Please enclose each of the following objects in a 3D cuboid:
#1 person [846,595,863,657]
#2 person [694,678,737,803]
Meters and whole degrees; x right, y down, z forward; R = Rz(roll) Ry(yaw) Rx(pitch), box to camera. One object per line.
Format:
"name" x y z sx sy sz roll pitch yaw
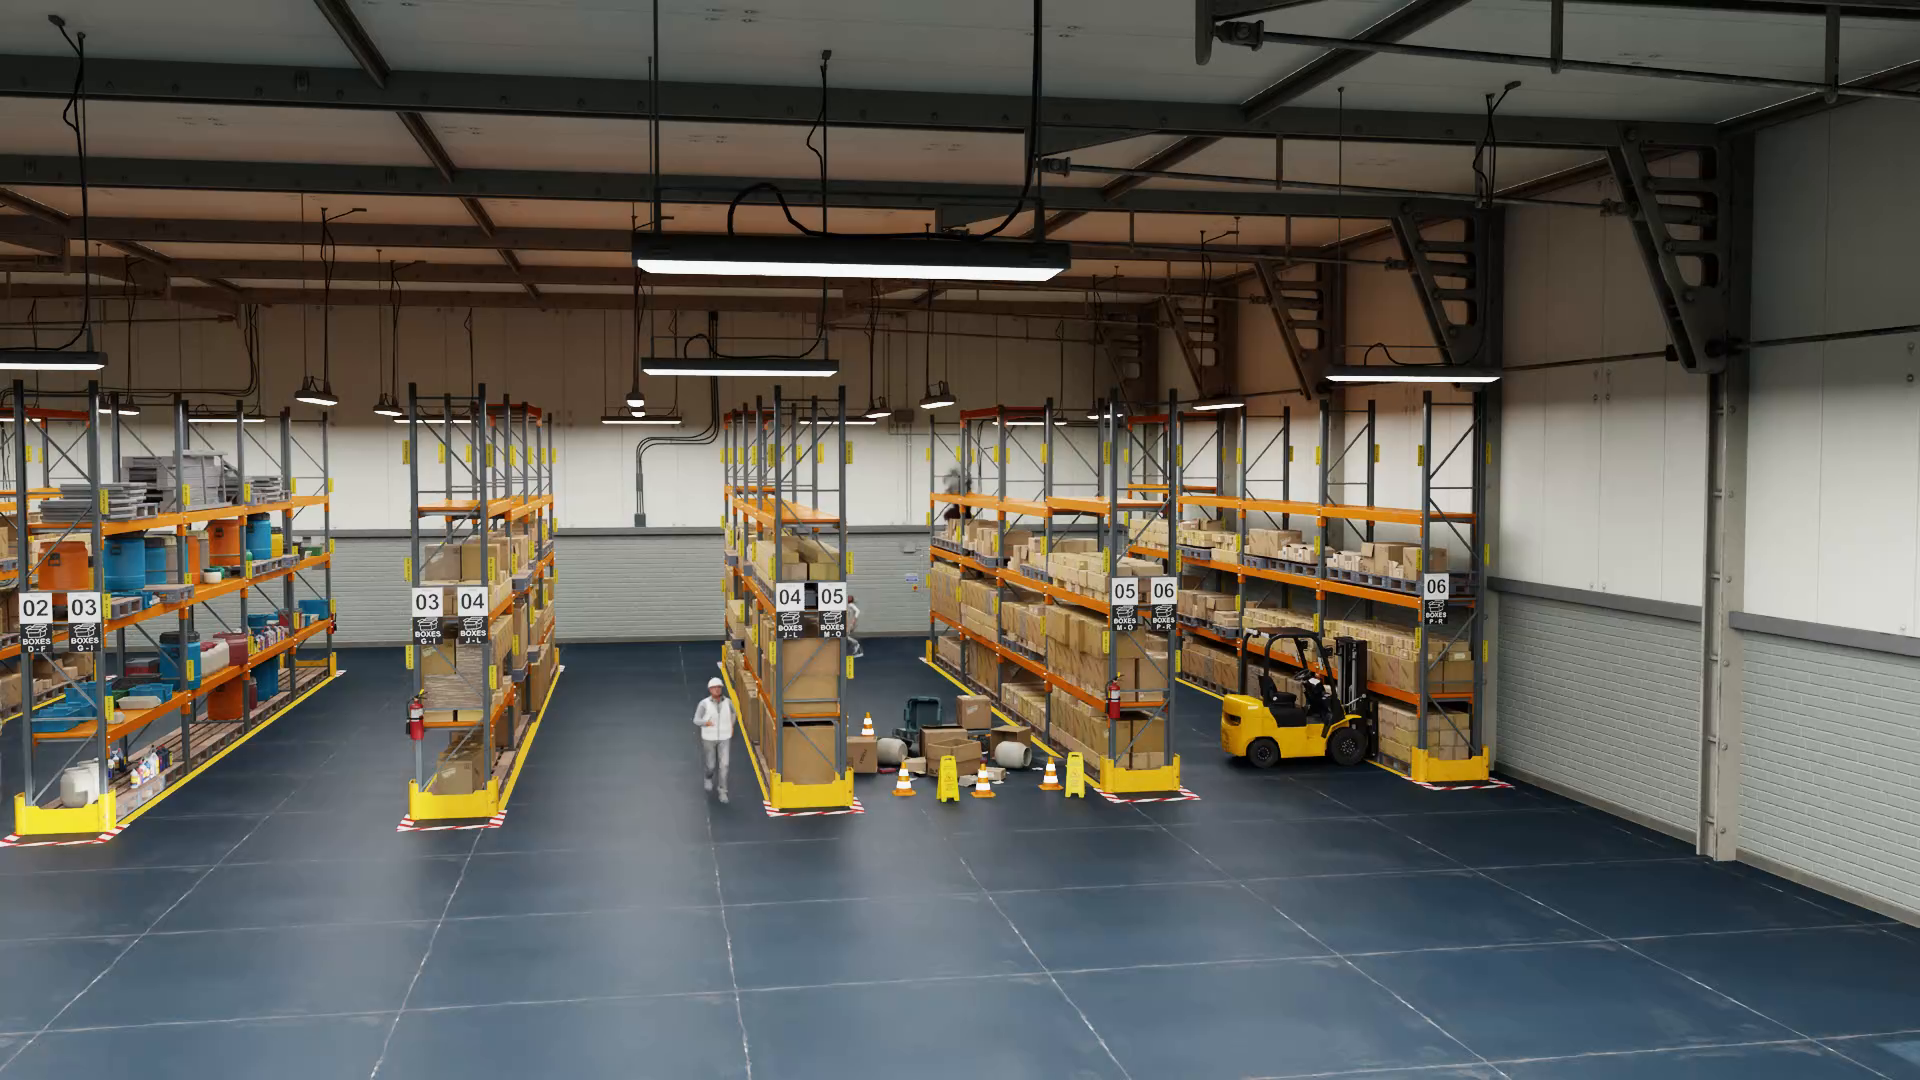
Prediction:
"person" -2.735 2.137 41.260 0.666 1.557 0.565 0 3 -6
"person" -3.523 2.869 24.086 0.663 1.743 0.933 -1 3 -18
